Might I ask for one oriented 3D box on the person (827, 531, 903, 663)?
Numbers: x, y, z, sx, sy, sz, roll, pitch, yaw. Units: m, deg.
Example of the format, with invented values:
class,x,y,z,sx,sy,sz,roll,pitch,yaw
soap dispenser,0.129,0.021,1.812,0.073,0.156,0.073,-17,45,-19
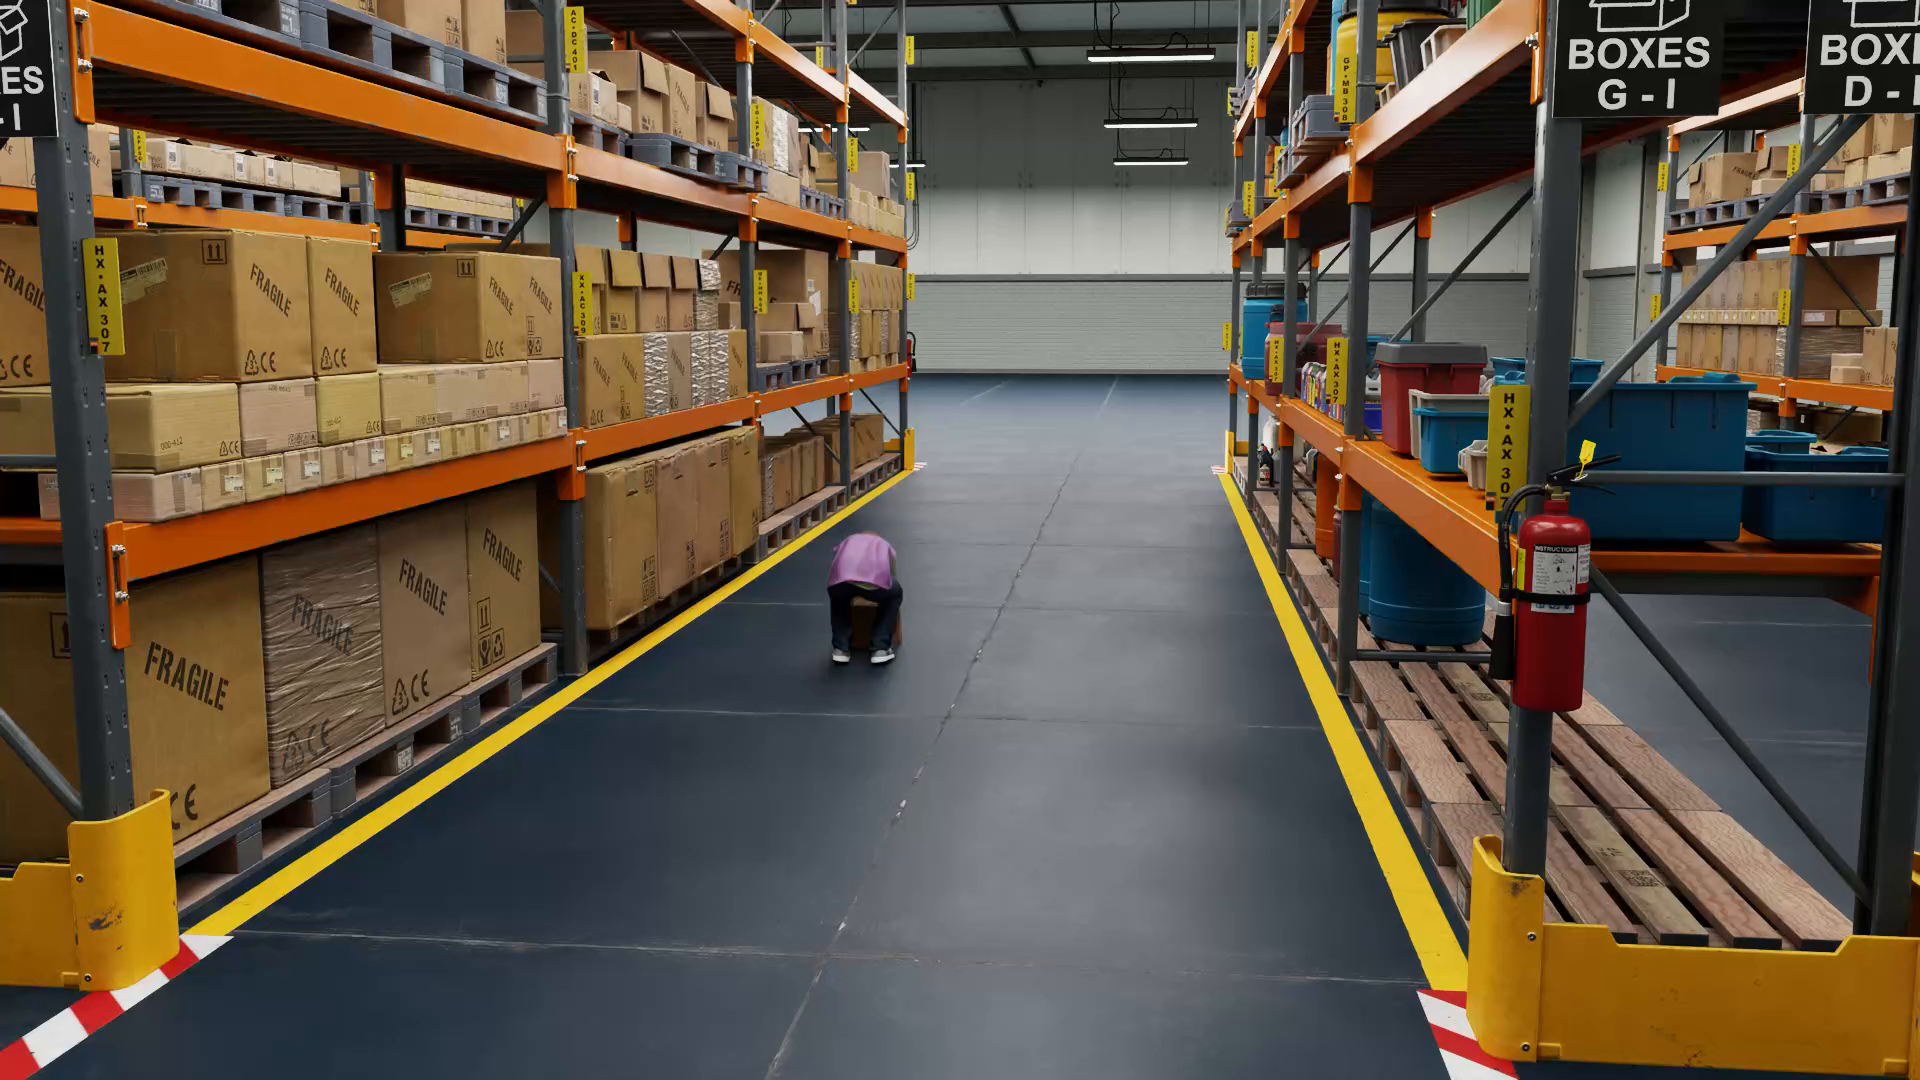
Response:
class,x,y,z,sx,sy,sz,roll,pitch,yaw
person,-0.534,0.328,9.387,0.419,0.715,0.869,1,8,5
